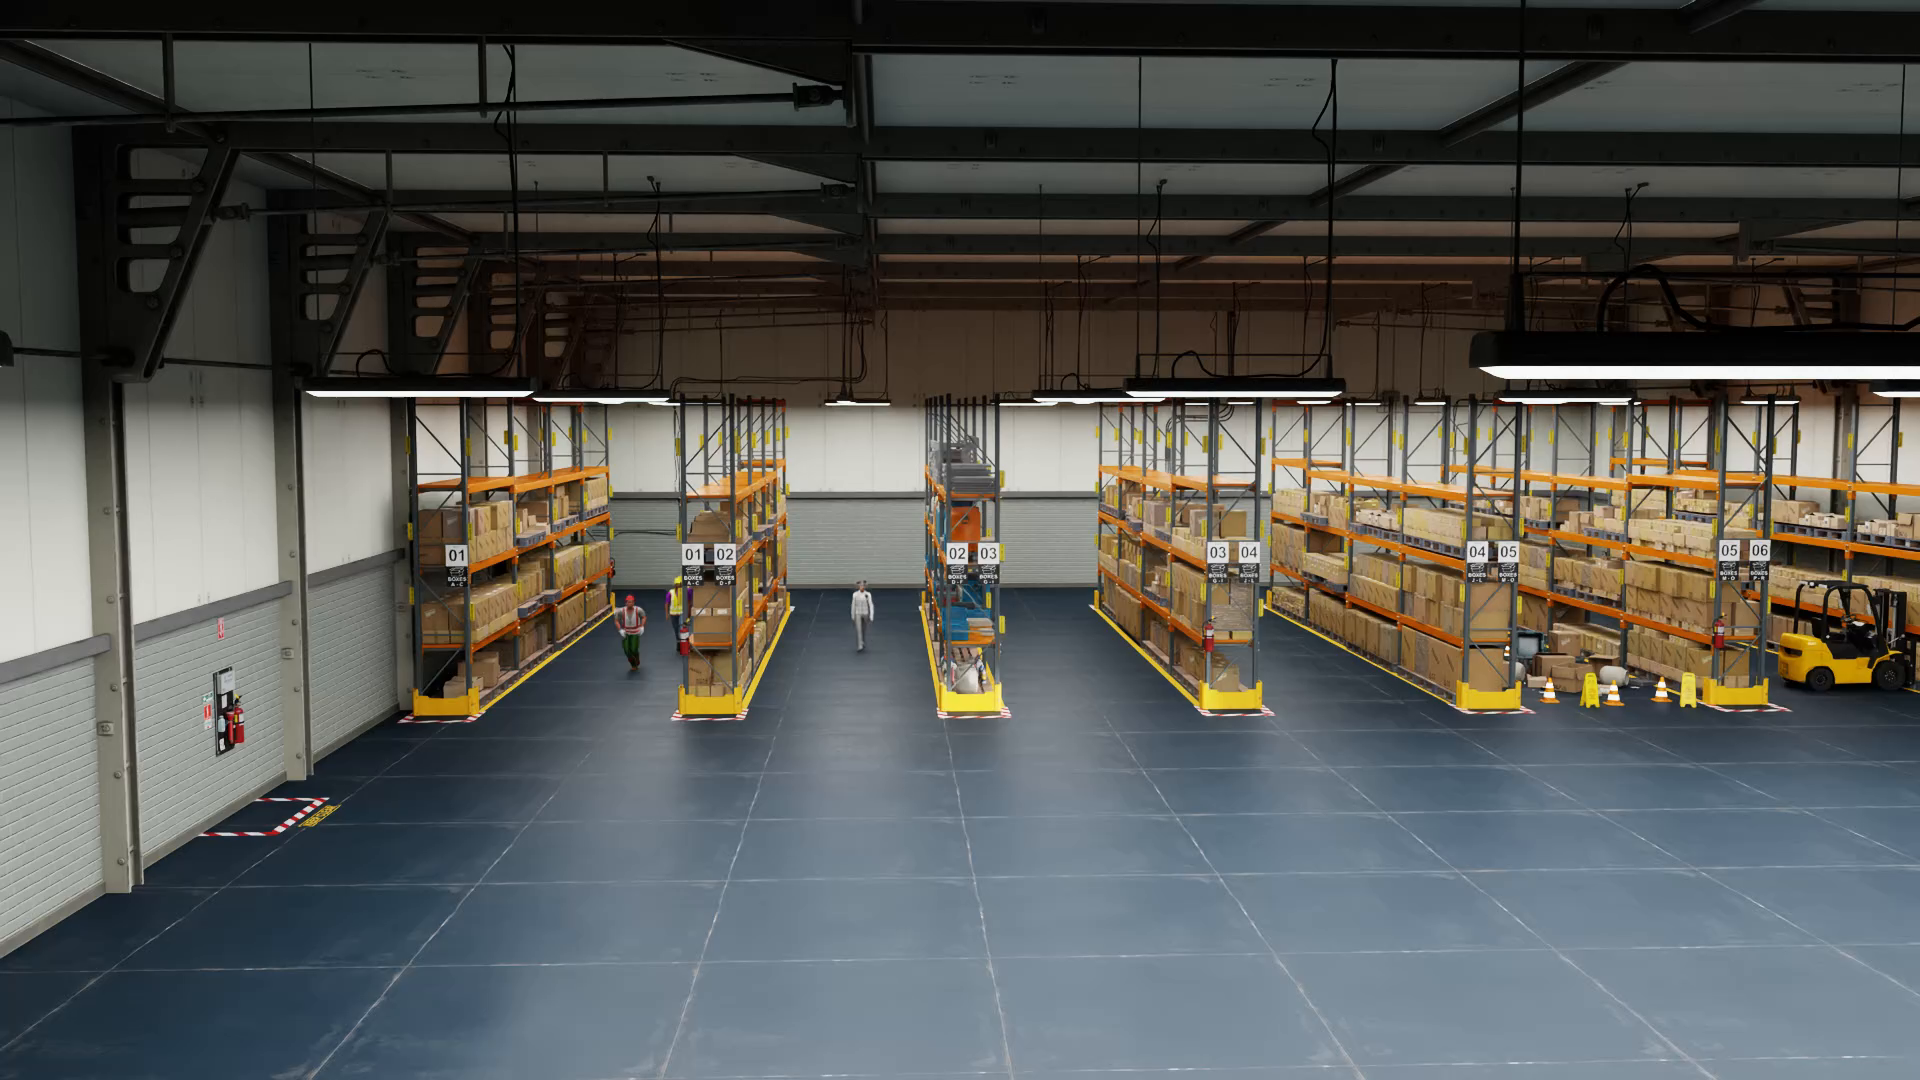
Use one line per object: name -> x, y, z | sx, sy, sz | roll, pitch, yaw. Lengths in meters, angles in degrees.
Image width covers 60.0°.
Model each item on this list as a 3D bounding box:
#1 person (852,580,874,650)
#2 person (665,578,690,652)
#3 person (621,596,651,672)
person -> -2.313, 1.764, 39.631 | 0.504, 1.628, 1.046 | -1, 5, -13
person -> -6.673, 1.759, 39.226 | 0.554, 1.715, 1.075 | 0, 5, 1
person -> -7.004, 2.042, 35.960 | 0.616, 1.679, 0.652 | -1, 5, -9
